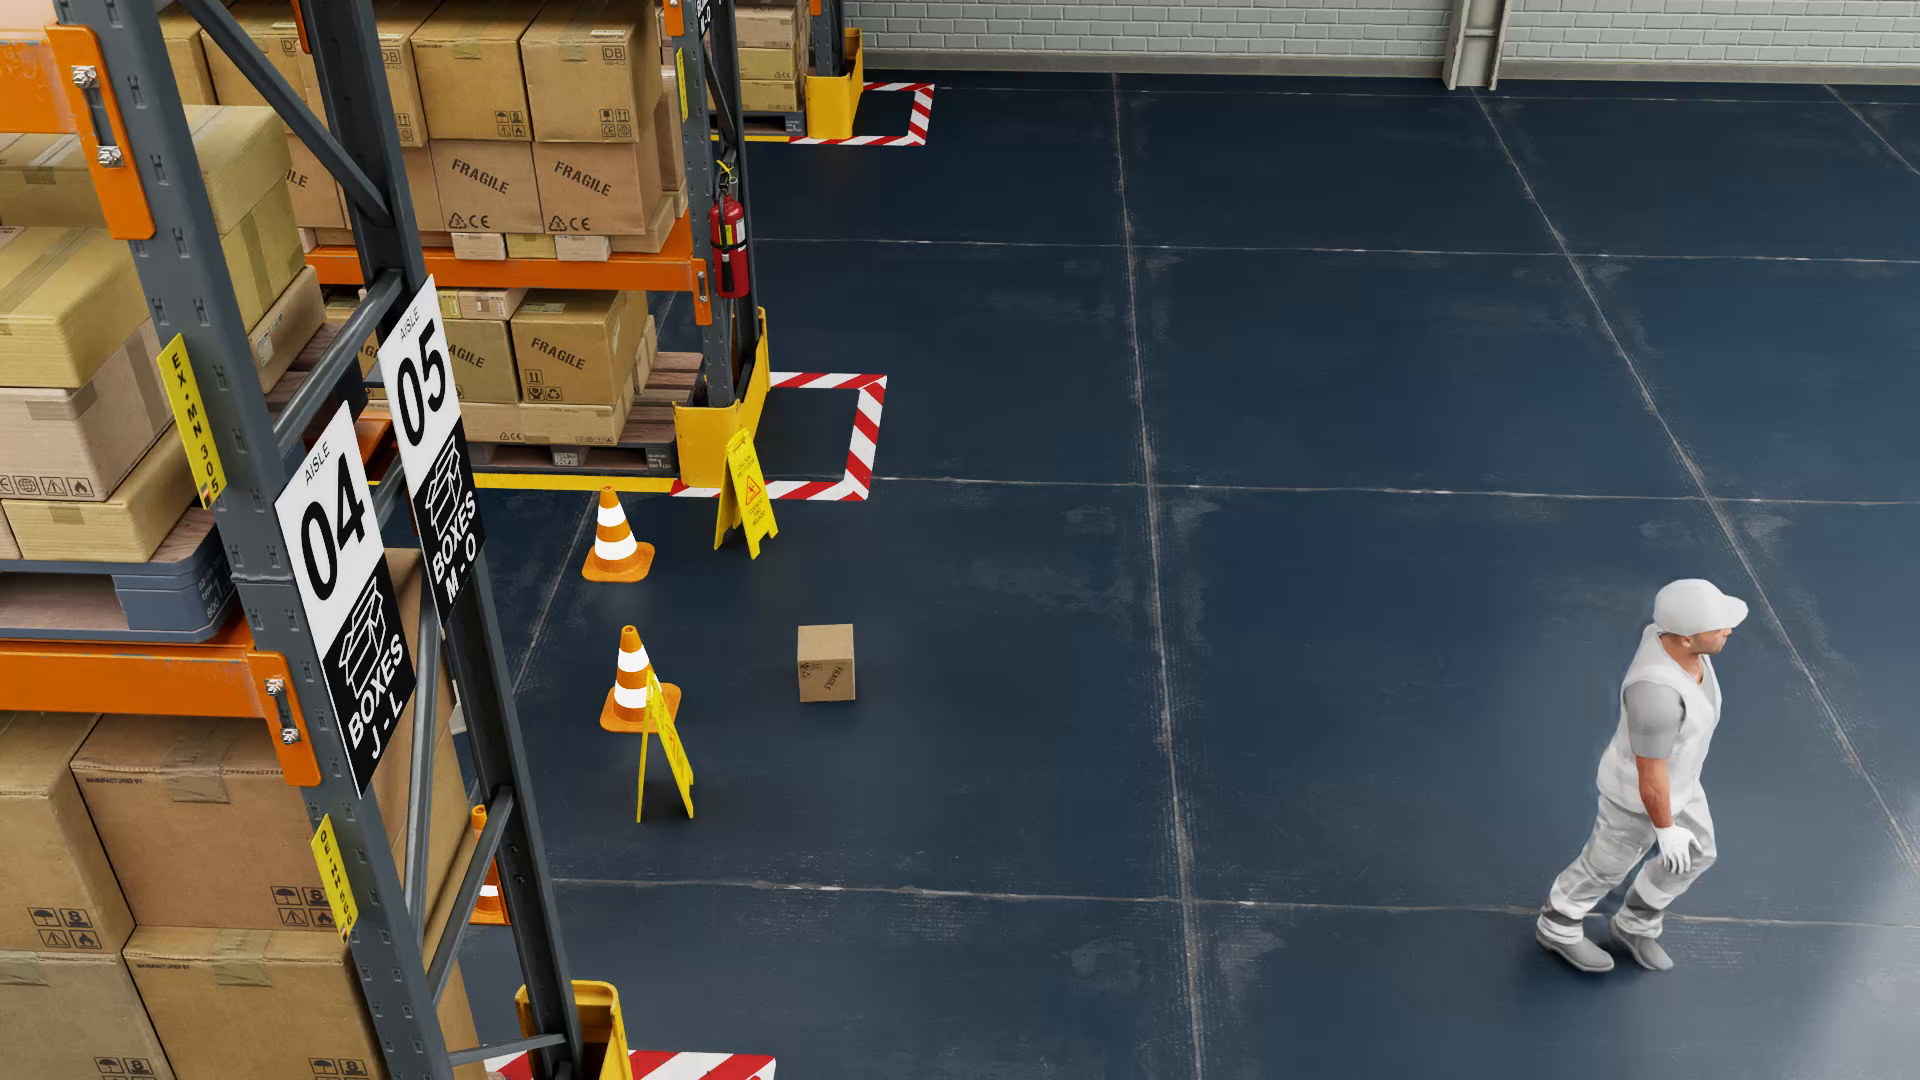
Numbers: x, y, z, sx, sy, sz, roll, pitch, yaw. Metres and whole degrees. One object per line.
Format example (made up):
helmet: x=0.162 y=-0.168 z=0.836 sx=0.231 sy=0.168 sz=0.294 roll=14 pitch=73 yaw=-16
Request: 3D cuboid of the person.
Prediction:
person: x=2.432 y=0.899 z=5.836 sx=0.495 sy=1.839 sz=0.528 roll=23 pitch=41 yaw=28
